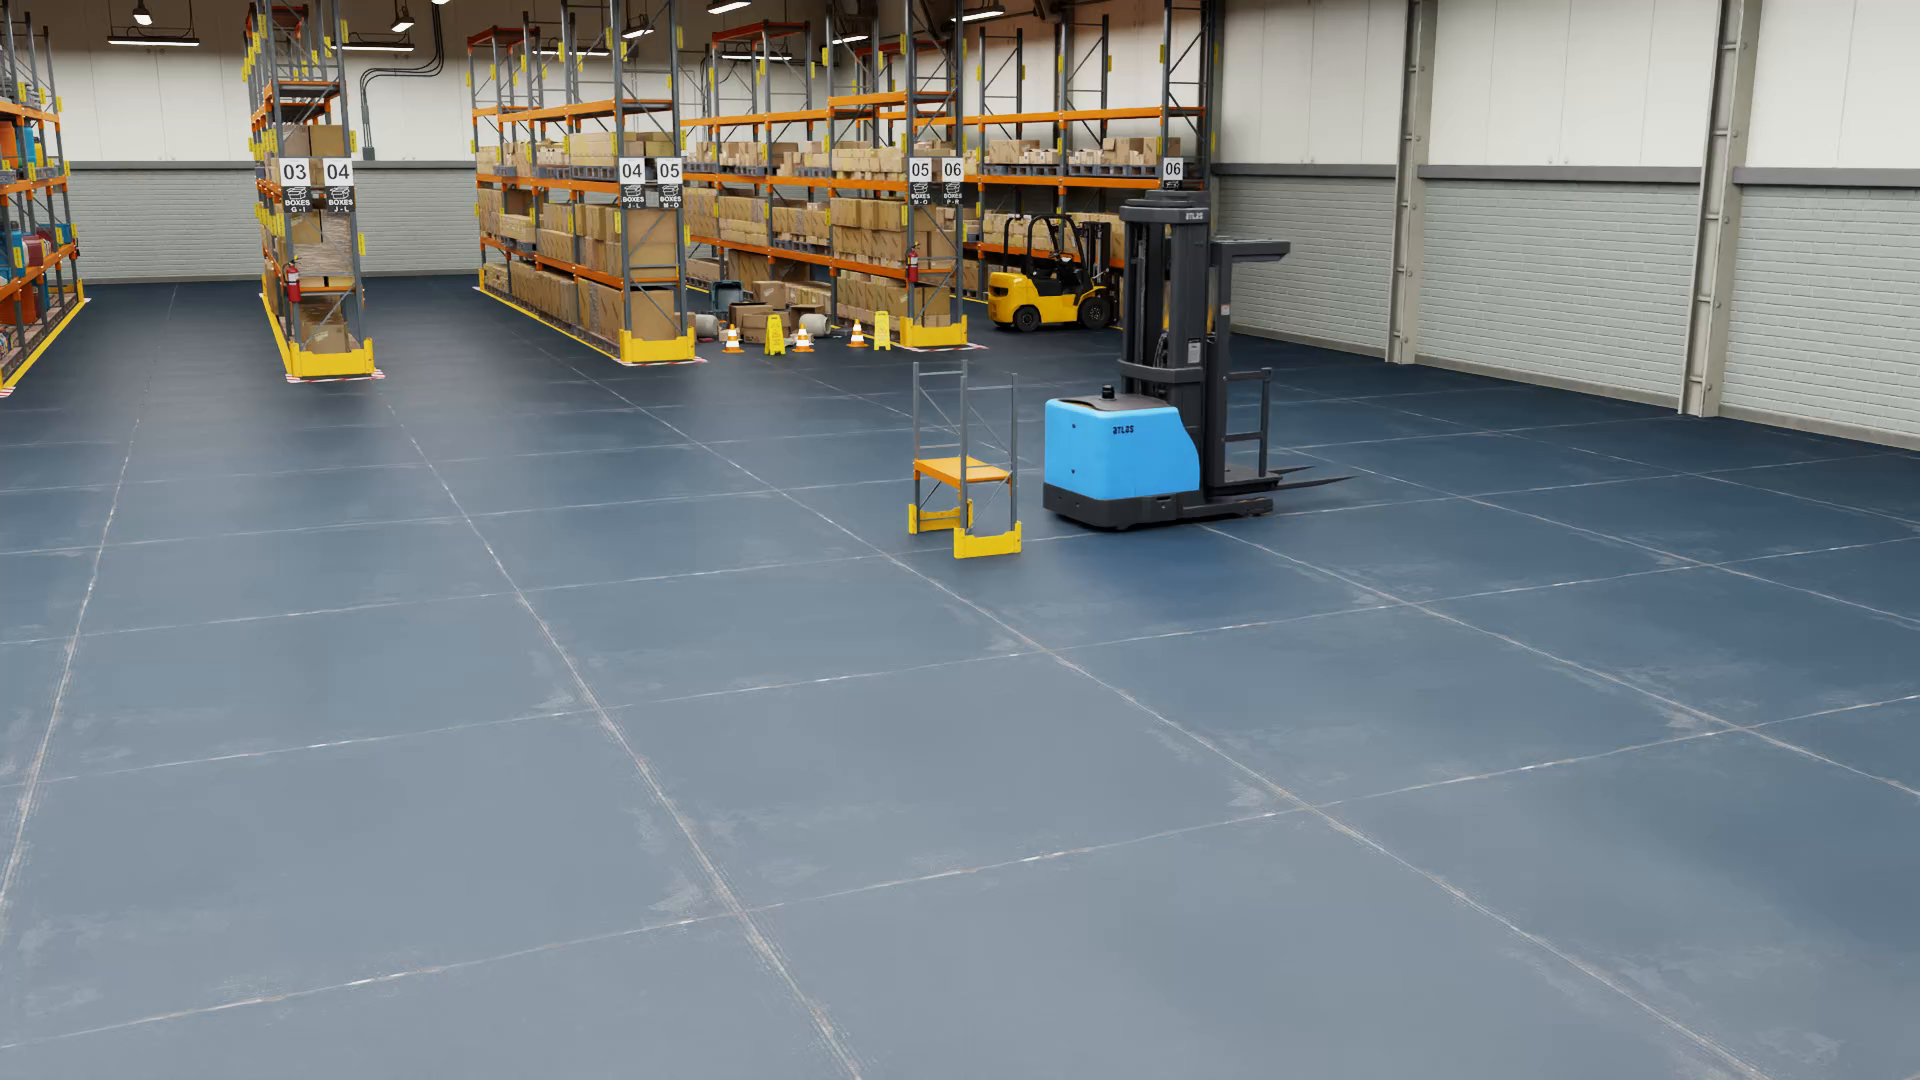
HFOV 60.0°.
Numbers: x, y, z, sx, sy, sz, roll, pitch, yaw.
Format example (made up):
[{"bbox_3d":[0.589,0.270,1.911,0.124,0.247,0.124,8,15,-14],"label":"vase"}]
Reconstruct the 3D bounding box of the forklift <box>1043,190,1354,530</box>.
[{"bbox_3d":[2.310,-1.727,15.331,3.031,2.935,1.130,-7,15,-27],"label":"forklift"}]

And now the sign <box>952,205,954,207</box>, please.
[{"bbox_3d":[-0.184,-8.418,41.523,0.100,0.325,0.005,-6,14,-23],"label":"sign"}]

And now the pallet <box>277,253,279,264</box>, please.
[{"bbox_3d":[-11.885,-5.134,30.326,1.003,0.211,1.213,-6,14,-23],"label":"pallet"}]

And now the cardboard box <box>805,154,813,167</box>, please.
[{"bbox_3d":[-2.801,-7.612,33.357,0.500,0.250,0.500,-5,14,-22],"label":"cardboard box"}]

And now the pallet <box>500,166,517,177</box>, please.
[{"bbox_3d":[-9.165,-7.905,35.637,1.213,0.211,1.003,-6,14,-23],"label":"pallet"}]

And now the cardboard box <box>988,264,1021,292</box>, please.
[{"bbox_3d":[1.148,-5.895,37.521,0.875,0.625,0.625,-5,14,-21],"label":"cardboard box"}]

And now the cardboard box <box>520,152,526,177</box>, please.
[{"bbox_3d":[-8.804,-7.767,34.403,0.500,0.500,0.500,-6,14,-23],"label":"cardboard box"}]

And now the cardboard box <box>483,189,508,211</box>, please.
[{"bbox_3d":[-11.003,-8.064,39.459,0.500,0.500,0.500,-6,14,-24],"label":"cardboard box"}]

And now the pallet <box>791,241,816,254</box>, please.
[{"bbox_3d":[-2.805,-6.029,34.193,1.003,0.211,1.213,-6,14,-23],"label":"pallet"}]

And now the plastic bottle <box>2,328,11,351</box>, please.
[{"bbox_3d":[-15.130,-3.176,26.338,0.144,0.351,0.185,-6,14,-24],"label":"plastic bottle"}]

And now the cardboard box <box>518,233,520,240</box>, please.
[{"bbox_3d":[-9.047,-6.359,34.818,0.380,0.149,0.250,-6,14,-24],"label":"cardboard box"}]

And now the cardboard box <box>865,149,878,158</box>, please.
[{"bbox_3d":[-1.482,-6.960,29.924,0.380,0.149,0.250,-5,14,-22],"label":"cardboard box"}]

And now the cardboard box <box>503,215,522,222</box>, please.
[{"bbox_3d":[-9.779,-7.025,36.378,0.380,0.149,0.250,-5,14,-22],"label":"cardboard box"}]

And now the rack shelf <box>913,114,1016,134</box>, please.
[{"bbox_3d":[0.110,-9.768,39.098,1.077,0.370,4.000,-6,14,-23],"label":"rack shelf"}]

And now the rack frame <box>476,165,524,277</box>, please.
[{"bbox_3d":[-11.335,-7.713,41.042,1.000,3.000,0.127,-6,14,-23],"label":"rack frame"}]

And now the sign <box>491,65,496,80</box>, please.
[{"bbox_3d":[-10.238,-10.257,36.485,0.100,0.325,0.005,-6,14,-23],"label":"sign"}]

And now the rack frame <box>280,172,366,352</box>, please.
[{"bbox_3d":[-9.511,-3.980,24.914,1.000,3.000,0.127,-6,14,-23],"label":"rack frame"}]

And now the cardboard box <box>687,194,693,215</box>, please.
[{"bbox_3d":[-6.482,-8.380,41.485,0.500,0.500,0.500,-6,14,-23],"label":"cardboard box"}]

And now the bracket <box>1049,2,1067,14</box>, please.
[{"bbox_3d":[2.100,-11.348,35.460,0.235,0.232,0.430,-6,14,-23],"label":"bracket"}]

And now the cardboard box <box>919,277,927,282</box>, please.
[{"bbox_3d":[-0.704,-6.670,41.149,0.500,0.500,0.500,-5,14,-21],"label":"cardboard box"}]

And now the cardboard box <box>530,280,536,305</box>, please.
[{"bbox_3d":[-8.634,-5.159,34.621,0.500,0.500,0.500,-6,14,-23],"label":"cardboard box"}]

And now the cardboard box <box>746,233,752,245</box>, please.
[{"bbox_3d":[-4.482,-6.745,37.195,0.500,0.250,0.500,-6,14,-24],"label":"cardboard box"}]

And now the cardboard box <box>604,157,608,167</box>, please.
[{"bbox_3d":[-5.573,-6.143,27.009,0.380,0.149,0.250,-5,14,-22],"label":"cardboard box"}]

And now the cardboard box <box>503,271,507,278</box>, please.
[{"bbox_3d":[-10.253,-6.091,38.107,0.380,0.149,0.250,-5,14,-22],"label":"cardboard box"}]

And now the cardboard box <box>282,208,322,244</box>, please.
[{"bbox_3d":[-9.958,-4.752,25.151,0.500,0.500,0.500,-6,14,-23],"label":"cardboard box"}]

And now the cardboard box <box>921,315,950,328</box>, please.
[{"bbox_3d":[-0.501,-3.932,29.872,0.500,0.250,0.500,-6,14,-23],"label":"cardboard box"}]

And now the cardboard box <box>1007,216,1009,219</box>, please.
[{"bbox_3d":[1.248,-7.041,36.481,0.380,0.149,0.250,-5,14,-22],"label":"cardboard box"}]

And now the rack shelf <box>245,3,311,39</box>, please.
[{"bbox_3d":[-13.517,-10.237,32.870,1.077,0.370,4.000,-6,14,-23],"label":"rack shelf"}]

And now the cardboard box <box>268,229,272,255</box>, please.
[{"bbox_3d":[-13.546,-5.972,33.297,0.500,0.500,0.500,-6,14,-25],"label":"cardboard box"}]

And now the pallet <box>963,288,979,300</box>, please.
[{"bbox_3d":[0.646,-5.776,38.859,1.003,0.211,1.213,-6,14,-23],"label":"pallet"}]

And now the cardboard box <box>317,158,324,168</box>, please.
[{"bbox_3d":[-9.410,-5.640,24.884,0.380,0.149,0.250,-6,14,-23],"label":"cardboard box"}]

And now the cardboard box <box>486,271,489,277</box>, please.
[{"bbox_3d":[-11.303,-6.480,40.448,0.380,0.149,0.250,-6,14,-23],"label":"cardboard box"}]

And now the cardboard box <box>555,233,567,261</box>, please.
[{"bbox_3d":[-7.387,-5.575,31.582,0.500,0.500,0.500,-5,14,-22],"label":"cardboard box"}]

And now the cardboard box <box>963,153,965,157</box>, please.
[{"bbox_3d":[0.277,-8.919,38.392,0.380,0.149,0.250,-6,14,-24],"label":"cardboard box"}]

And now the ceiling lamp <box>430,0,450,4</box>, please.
[{"bbox_3d":[-8.534,-10.794,28.105,0.800,3.185,2.000,-6,14,-23],"label":"ceiling lamp"}]

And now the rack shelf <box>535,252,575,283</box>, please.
[{"bbox_3d":[-7.330,-5.296,32.196,1.077,0.370,4.000,-6,14,-23],"label":"rack shelf"}]

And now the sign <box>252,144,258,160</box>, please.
[{"bbox_3d":[-14.826,-8.161,35.002,0.100,0.325,0.005,-6,14,-23],"label":"sign"}]

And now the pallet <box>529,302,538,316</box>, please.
[{"bbox_3d":[-8.442,-4.863,34.913,1.003,0.211,1.213,-6,14,-23],"label":"pallet"}]

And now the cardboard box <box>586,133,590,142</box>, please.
[{"bbox_3d":[-6.084,-6.794,28.056,0.380,0.149,0.250,-6,14,-23],"label":"cardboard box"}]

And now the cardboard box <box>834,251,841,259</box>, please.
[{"bbox_3d":[-2.201,-5.485,31.974,0.380,0.149,0.250,-6,14,-23],"label":"cardboard box"}]

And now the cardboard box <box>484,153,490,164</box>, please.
[{"bbox_3d":[-10.792,-8.913,38.799,0.500,0.250,0.500,-6,14,-25],"label":"cardboard box"}]

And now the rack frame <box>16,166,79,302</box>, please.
[{"bbox_3d":[-20.459,-6.838,37.264,1.000,3.000,0.127,-6,14,-23],"label":"rack frame"}]

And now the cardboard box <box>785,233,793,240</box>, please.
[{"bbox_3d":[-3.435,-6.345,34.760,0.380,0.149,0.250,-6,14,-23],"label":"cardboard box"}]

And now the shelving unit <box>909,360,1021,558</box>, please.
[{"bbox_3d":[0.031,-0.715,14.133,0.587,1.500,1.083,-6,14,-23],"label":"shelving unit"}]

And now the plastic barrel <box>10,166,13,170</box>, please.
[{"bbox_3d":[-16.531,-6.338,28.755,0.301,0.262,0.301,0,13,0],"label":"plastic barrel"}]

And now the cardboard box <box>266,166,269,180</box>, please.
[{"bbox_3d":[-12.556,-6.795,30.757,0.500,0.250,0.500,-5,14,-22],"label":"cardboard box"}]

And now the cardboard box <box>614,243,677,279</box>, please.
[{"bbox_3d":[-5.116,-4.553,27.056,0.875,0.550,0.550,-6,14,-23],"label":"cardboard box"}]

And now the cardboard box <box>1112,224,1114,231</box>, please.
[{"bbox_3d":[3.166,-6.058,32.231,0.380,0.149,0.250,-6,14,-23],"label":"cardboard box"}]

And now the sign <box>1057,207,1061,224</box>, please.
[{"bbox_3d":[2.020,-6.625,33.950,0.100,0.325,0.005,-6,14,-23],"label":"sign"}]

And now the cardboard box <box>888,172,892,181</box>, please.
[{"bbox_3d":[-1.035,-6.369,29.141,0.380,0.149,0.250,-5,14,-21],"label":"cardboard box"}]

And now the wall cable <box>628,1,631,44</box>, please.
[{"bbox_3d":[-10.336,-15.373,46.200,2.355,3.000,0.029,-6,14,-23],"label":"wall cable"}]

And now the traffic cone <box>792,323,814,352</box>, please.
[{"bbox_3d":[-2.666,-3.441,28.211,0.336,0.463,0.334,-6,14,-23],"label":"traffic cone"}]

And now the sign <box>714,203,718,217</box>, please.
[{"bbox_3d":[-5.746,-7.764,39.169,0.100,0.325,0.005,-6,14,-23],"label":"sign"}]

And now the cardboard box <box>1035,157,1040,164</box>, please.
[{"bbox_3d":[1.794,-7.943,34.787,0.380,0.149,0.250,-6,14,-23],"label":"cardboard box"}]
